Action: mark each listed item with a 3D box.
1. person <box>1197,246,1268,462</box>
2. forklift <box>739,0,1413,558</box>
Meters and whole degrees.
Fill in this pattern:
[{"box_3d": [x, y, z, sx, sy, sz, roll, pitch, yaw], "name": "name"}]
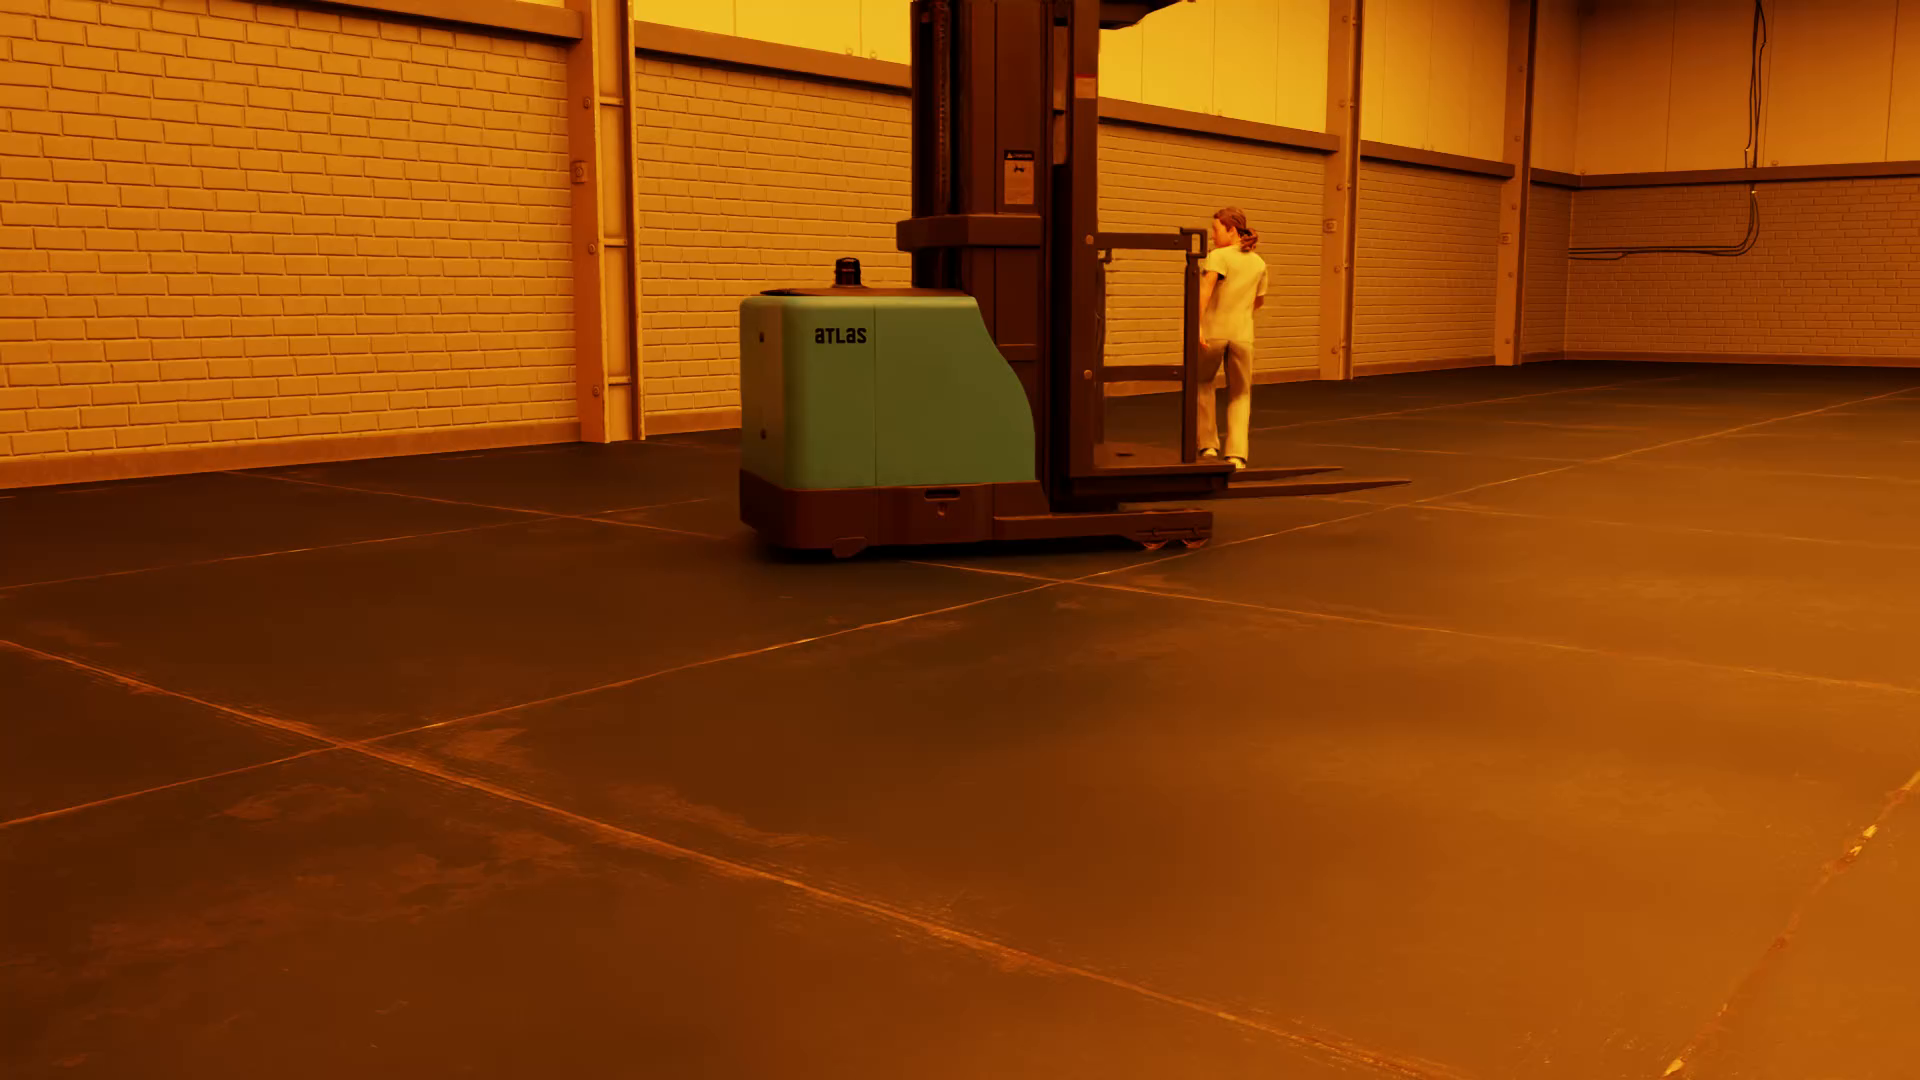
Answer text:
[{"box_3d": [1.651, -1.135, 10.191, 0.471, 1.314, 0.560, -1, 8, -5], "name": "person"}, {"box_3d": [0.577, -1.480, 7.399, 3.031, 2.935, 1.130, -3, 9, -19], "name": "forklift"}]
